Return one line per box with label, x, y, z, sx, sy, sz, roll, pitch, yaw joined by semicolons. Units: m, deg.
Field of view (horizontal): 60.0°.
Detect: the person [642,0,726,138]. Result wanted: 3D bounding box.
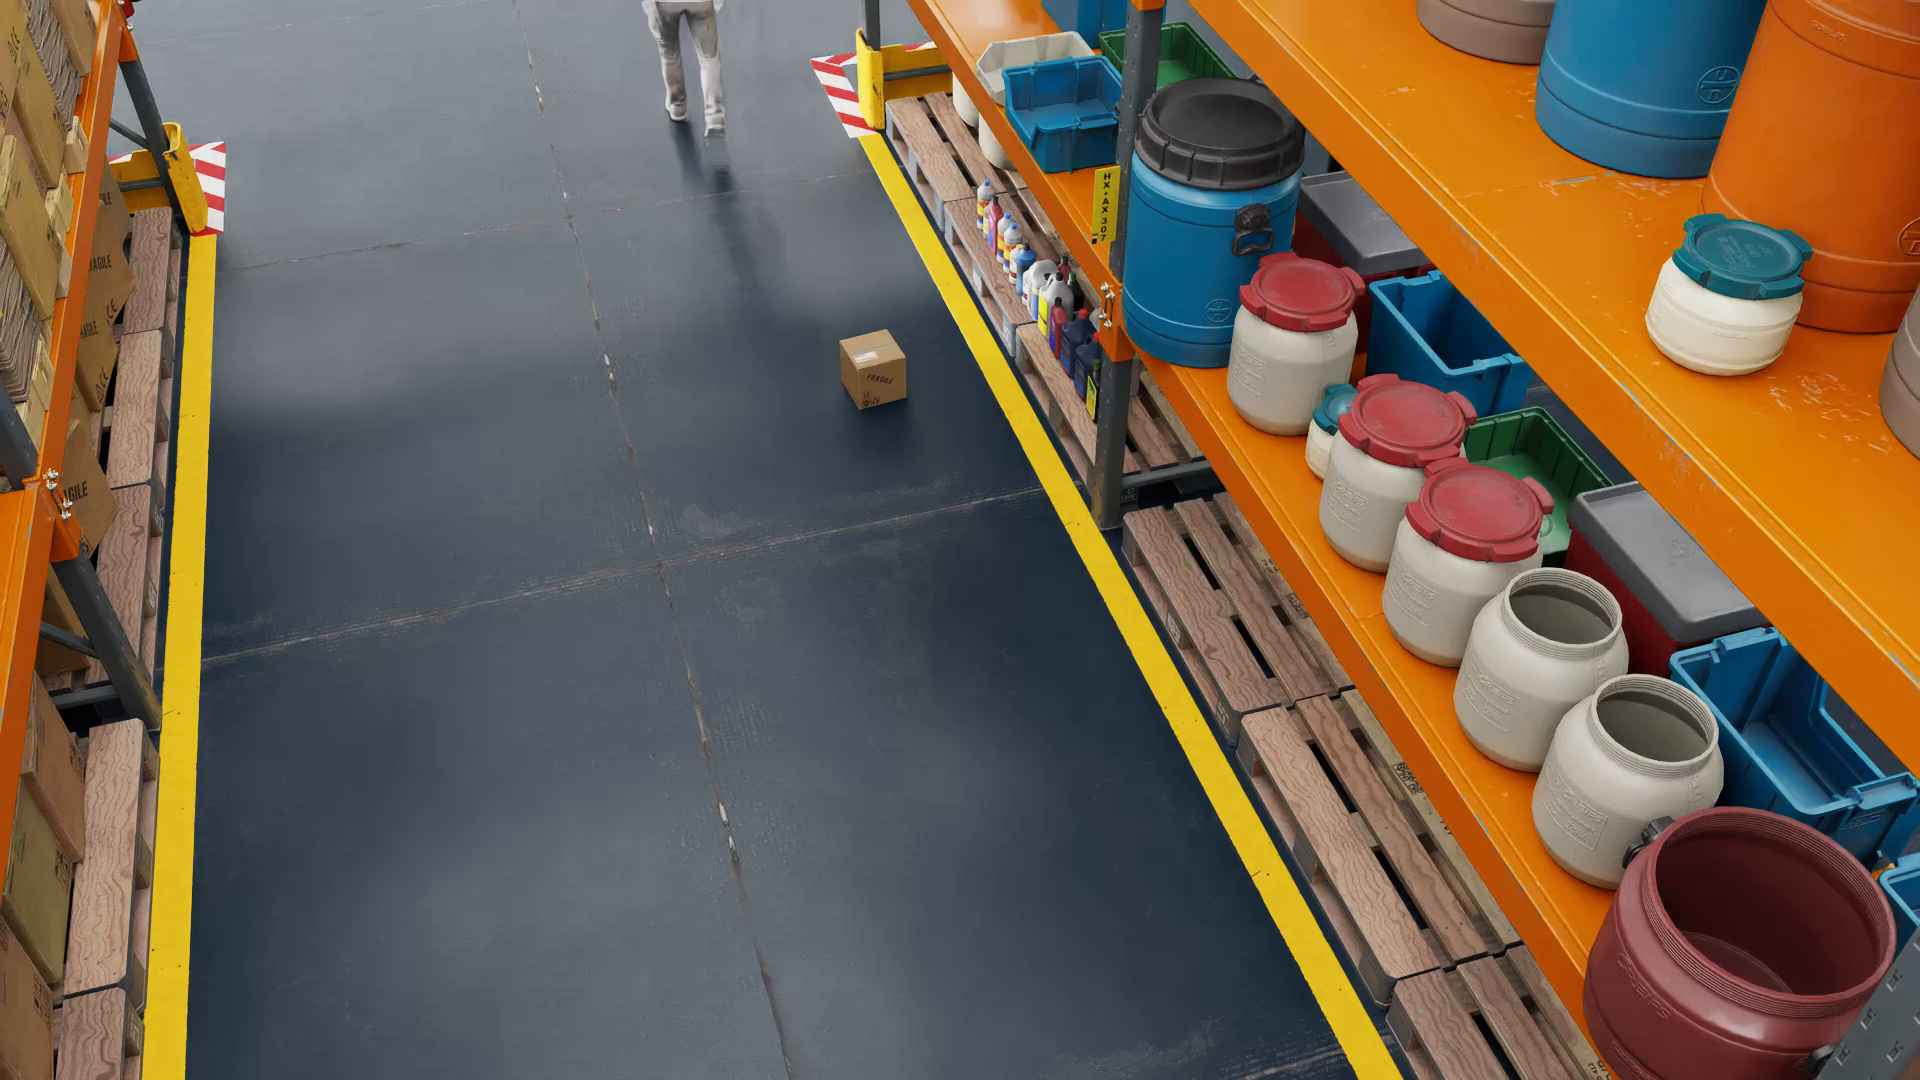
person;-1.572;-3.090;9.509;0.496;1.649;0.841;-9;43;-10
